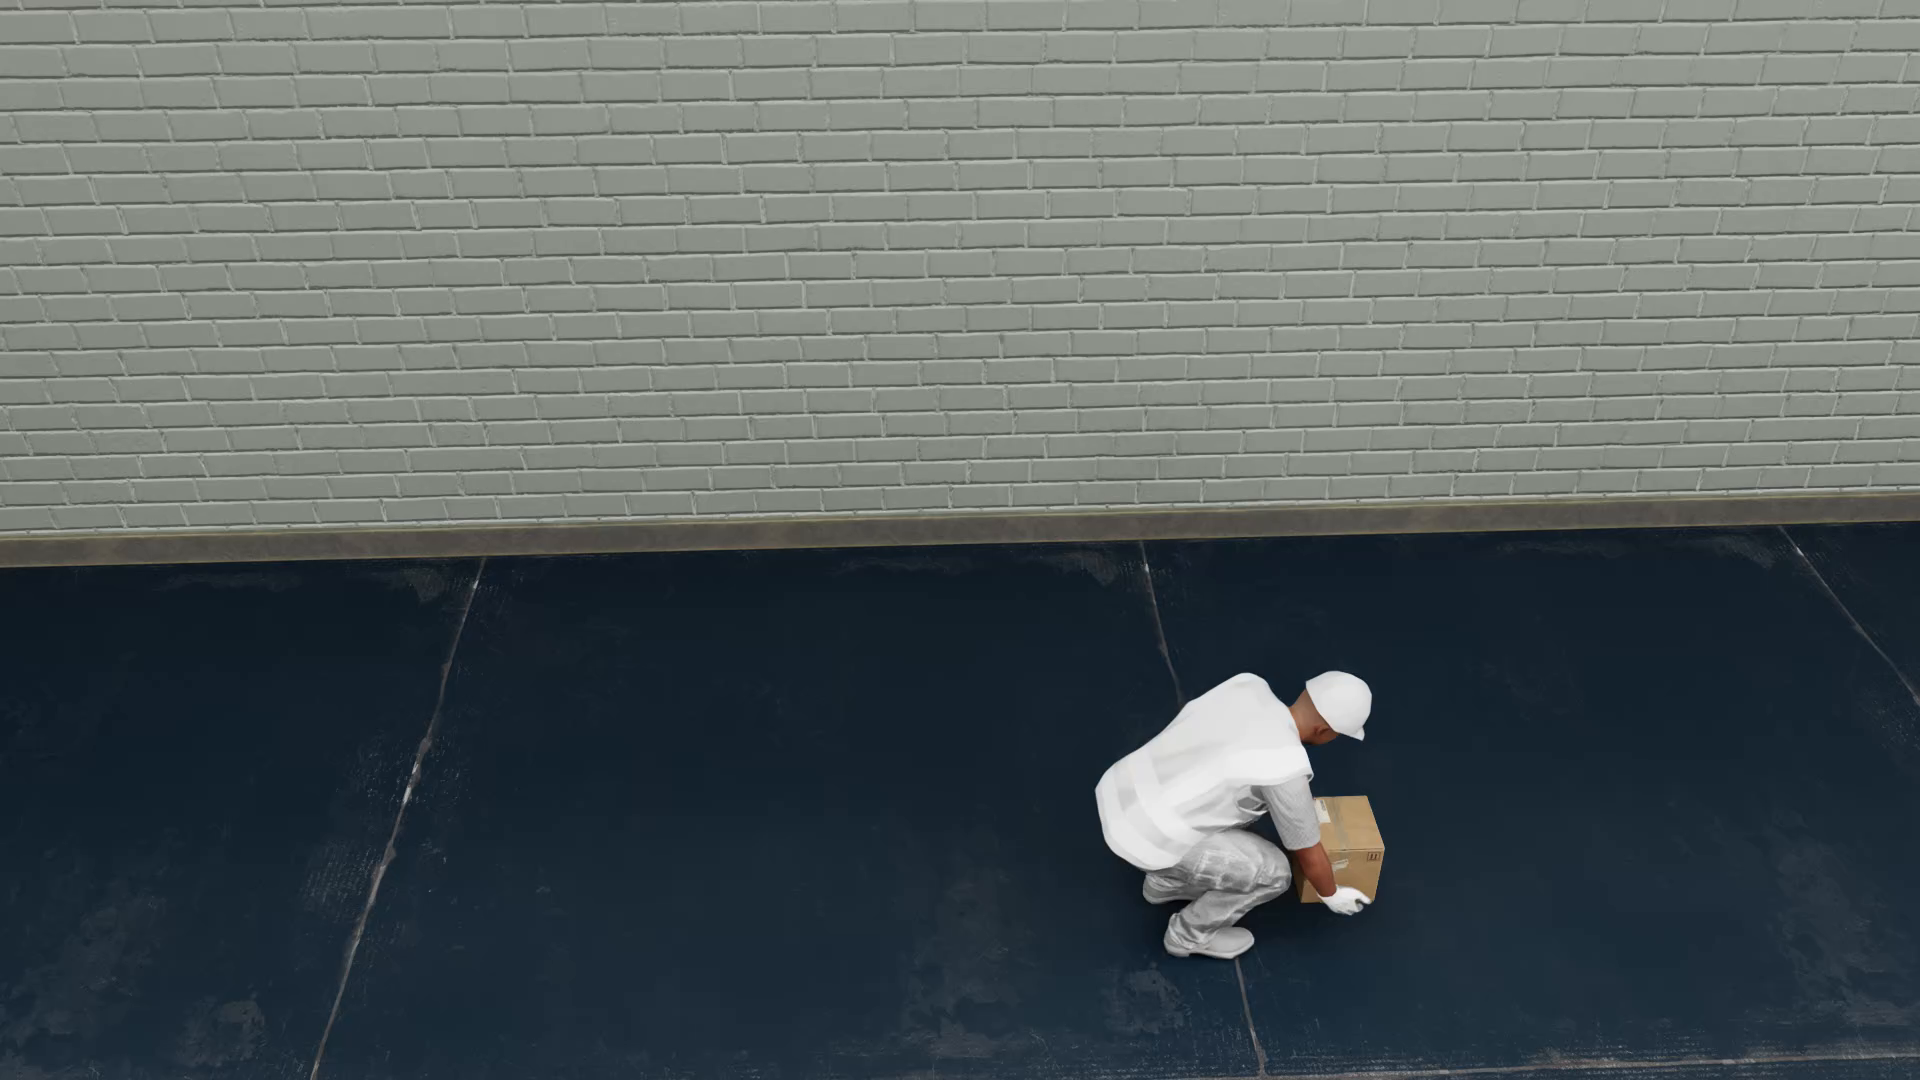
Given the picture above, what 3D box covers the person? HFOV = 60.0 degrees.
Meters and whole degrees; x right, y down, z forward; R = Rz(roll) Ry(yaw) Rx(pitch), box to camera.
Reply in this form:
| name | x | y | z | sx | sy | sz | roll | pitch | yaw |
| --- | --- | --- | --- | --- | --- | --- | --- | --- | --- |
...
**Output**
| name | x | y | z | sx | sy | sz | roll | pitch | yaw |
| --- | --- | --- | --- | --- | --- | --- | --- | --- | --- |
| person | 0.906 | 0.880 | 5.535 | 0.906 | 1.025 | 0.571 | -2 | 35 | -2 |
